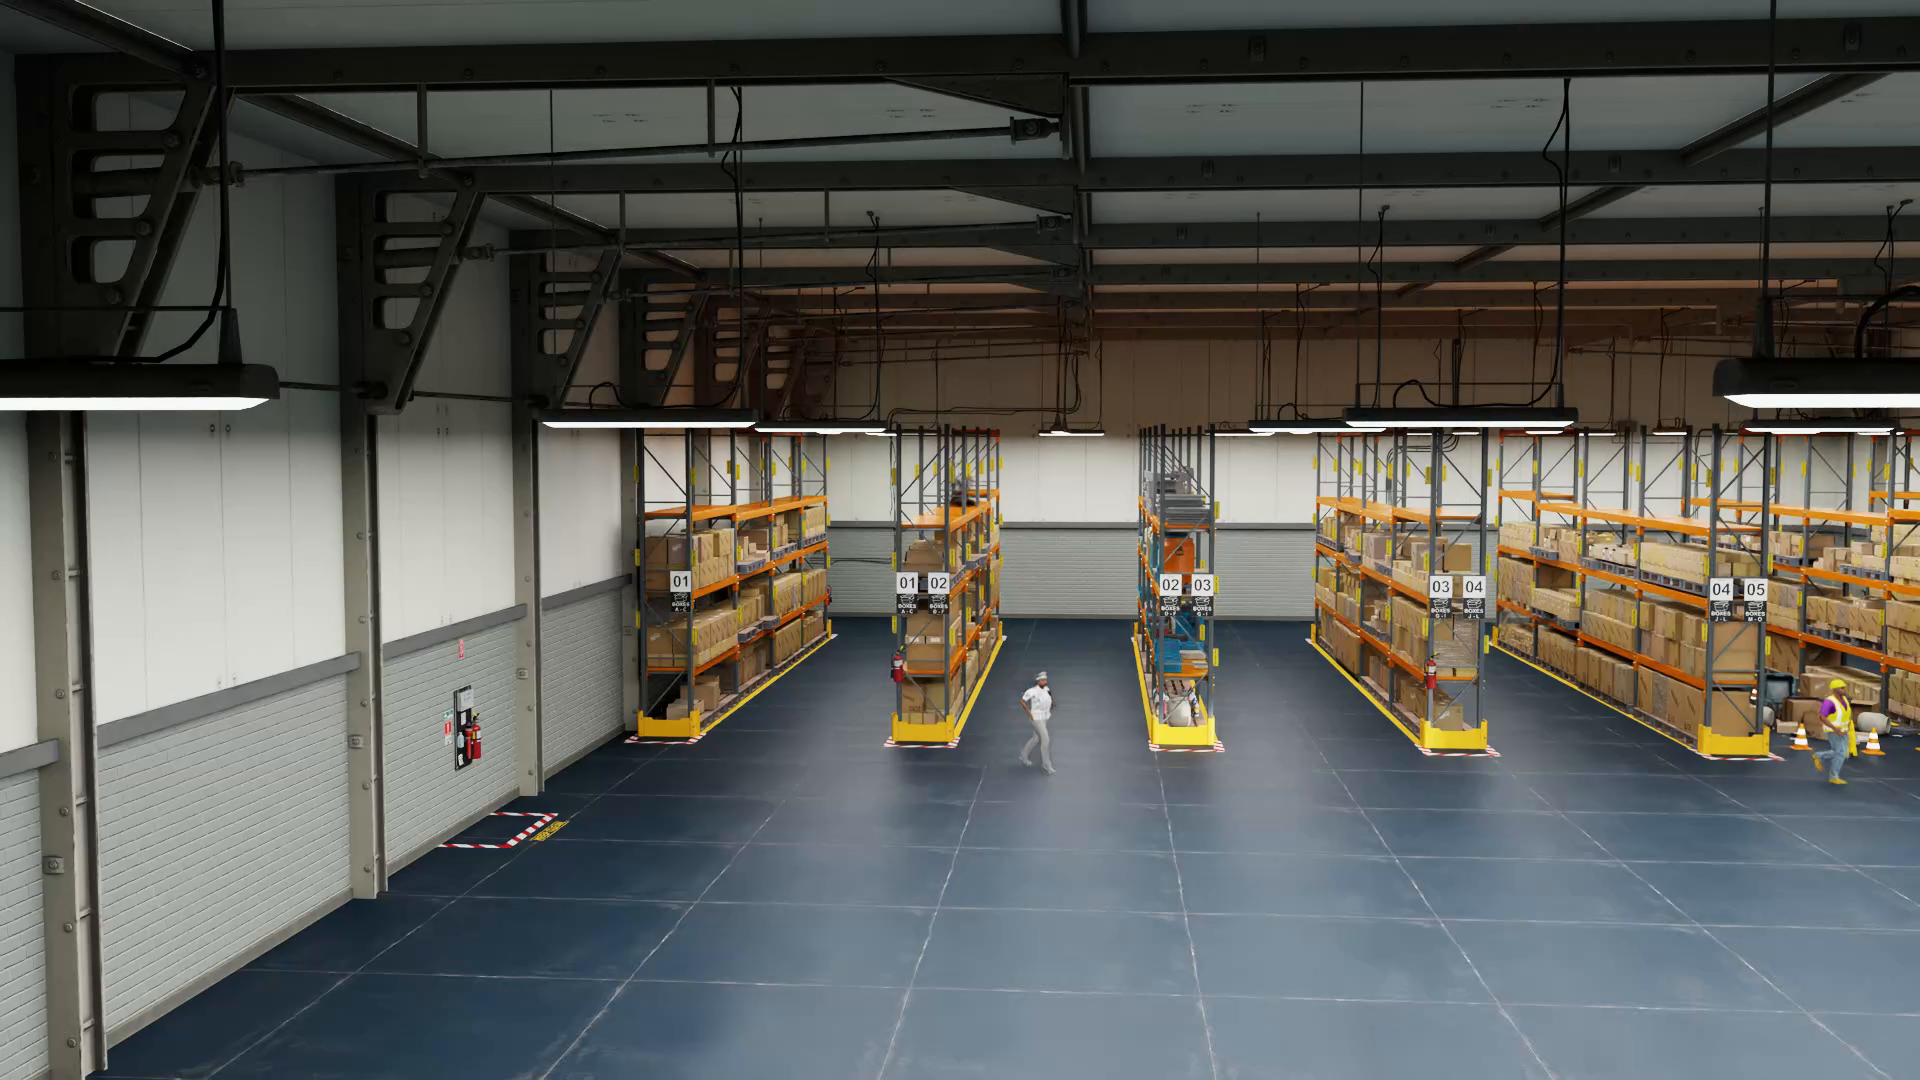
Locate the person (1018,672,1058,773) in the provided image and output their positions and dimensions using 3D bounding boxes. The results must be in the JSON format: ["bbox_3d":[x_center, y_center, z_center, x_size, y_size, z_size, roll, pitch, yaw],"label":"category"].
[{"bbox_3d":[1.371,3.131,28.781,0.797,1.749,0.555,3,4,37],"label":"person"}]

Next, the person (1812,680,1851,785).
[{"bbox_3d":[14.519,3.176,27.692,0.710,1.740,0.650,-2,4,-34],"label":"person"}]

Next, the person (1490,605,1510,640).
[{"bbox_3d":[15.447,1.993,47.101,0.809,1.745,0.722,0,3,-1],"label":"person"}]
